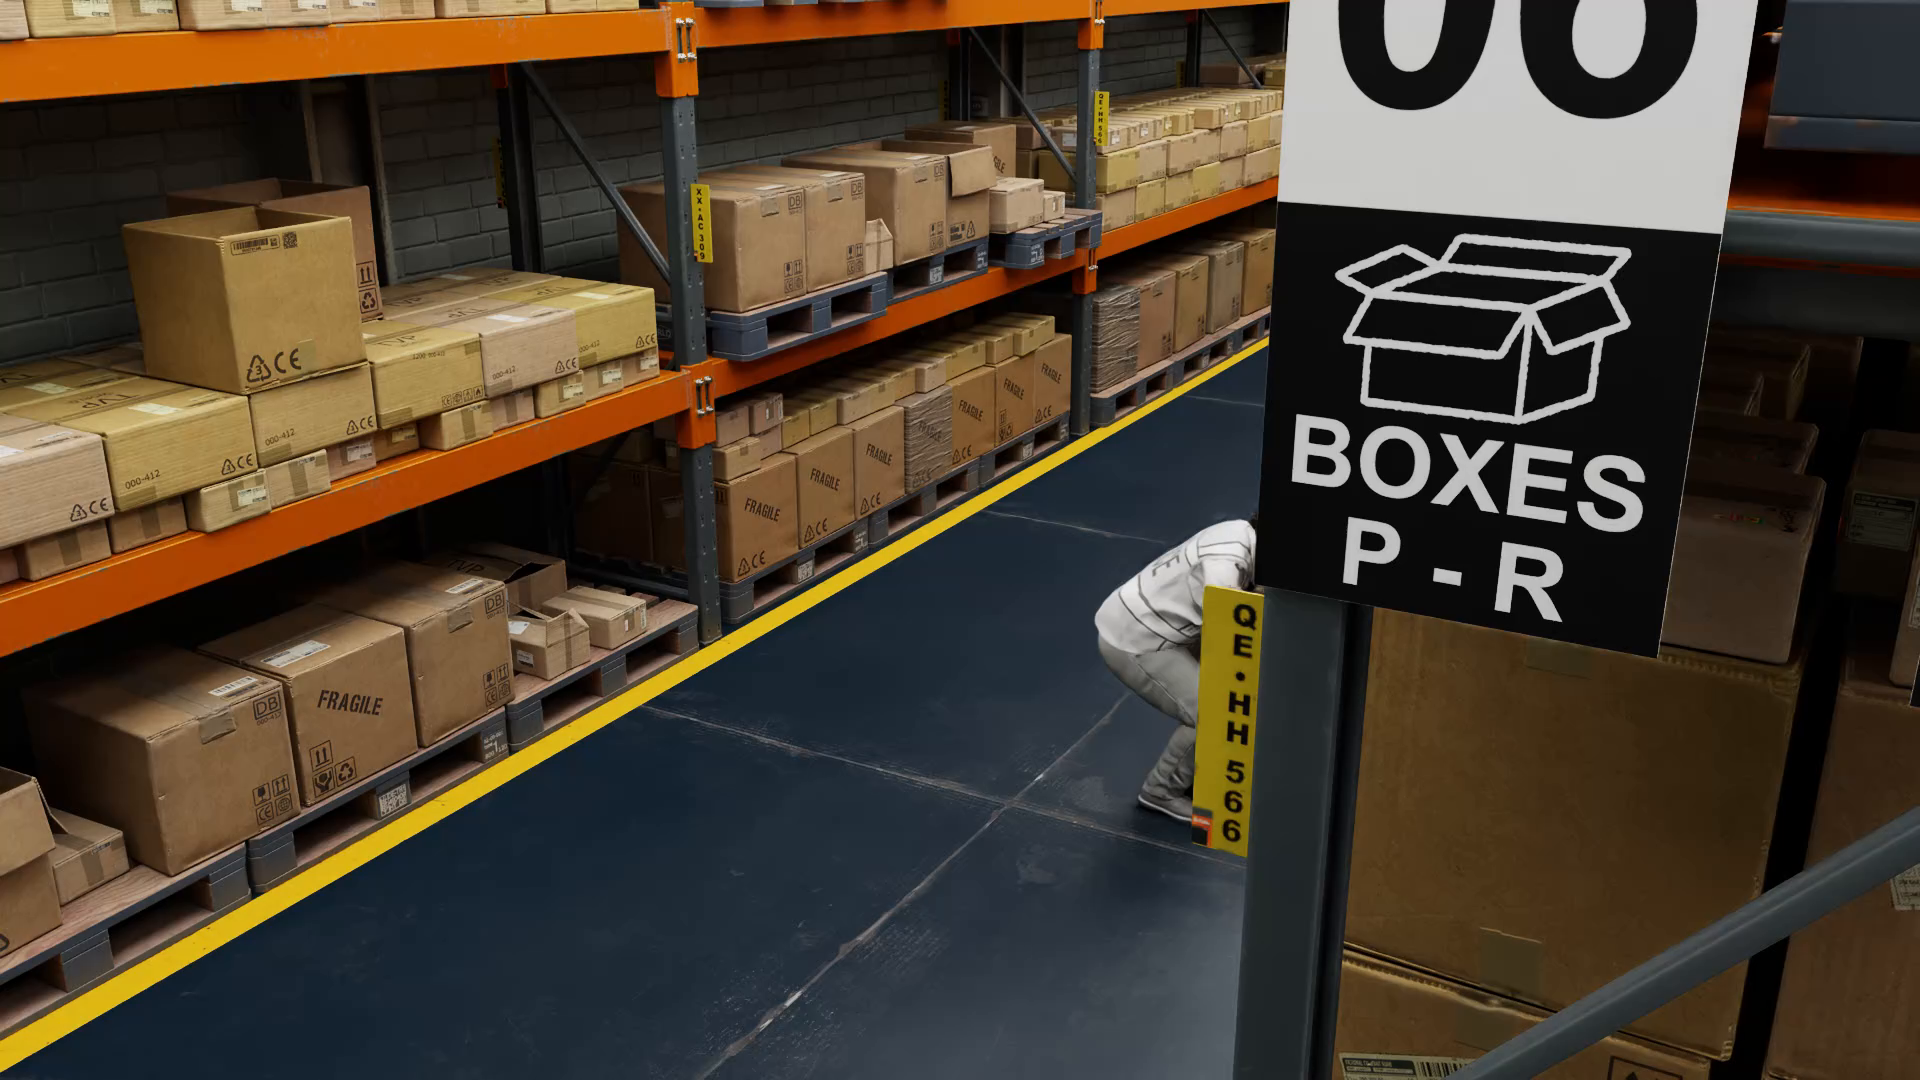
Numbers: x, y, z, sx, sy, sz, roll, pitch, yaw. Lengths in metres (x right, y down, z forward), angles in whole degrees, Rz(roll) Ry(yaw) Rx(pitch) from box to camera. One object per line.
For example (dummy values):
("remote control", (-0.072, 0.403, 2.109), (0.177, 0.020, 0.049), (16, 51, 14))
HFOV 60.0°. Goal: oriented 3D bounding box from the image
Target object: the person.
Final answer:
("person", (0.914, 0.407, 6.117), (0.806, 1.207, 0.536), (11, 22, 27))
